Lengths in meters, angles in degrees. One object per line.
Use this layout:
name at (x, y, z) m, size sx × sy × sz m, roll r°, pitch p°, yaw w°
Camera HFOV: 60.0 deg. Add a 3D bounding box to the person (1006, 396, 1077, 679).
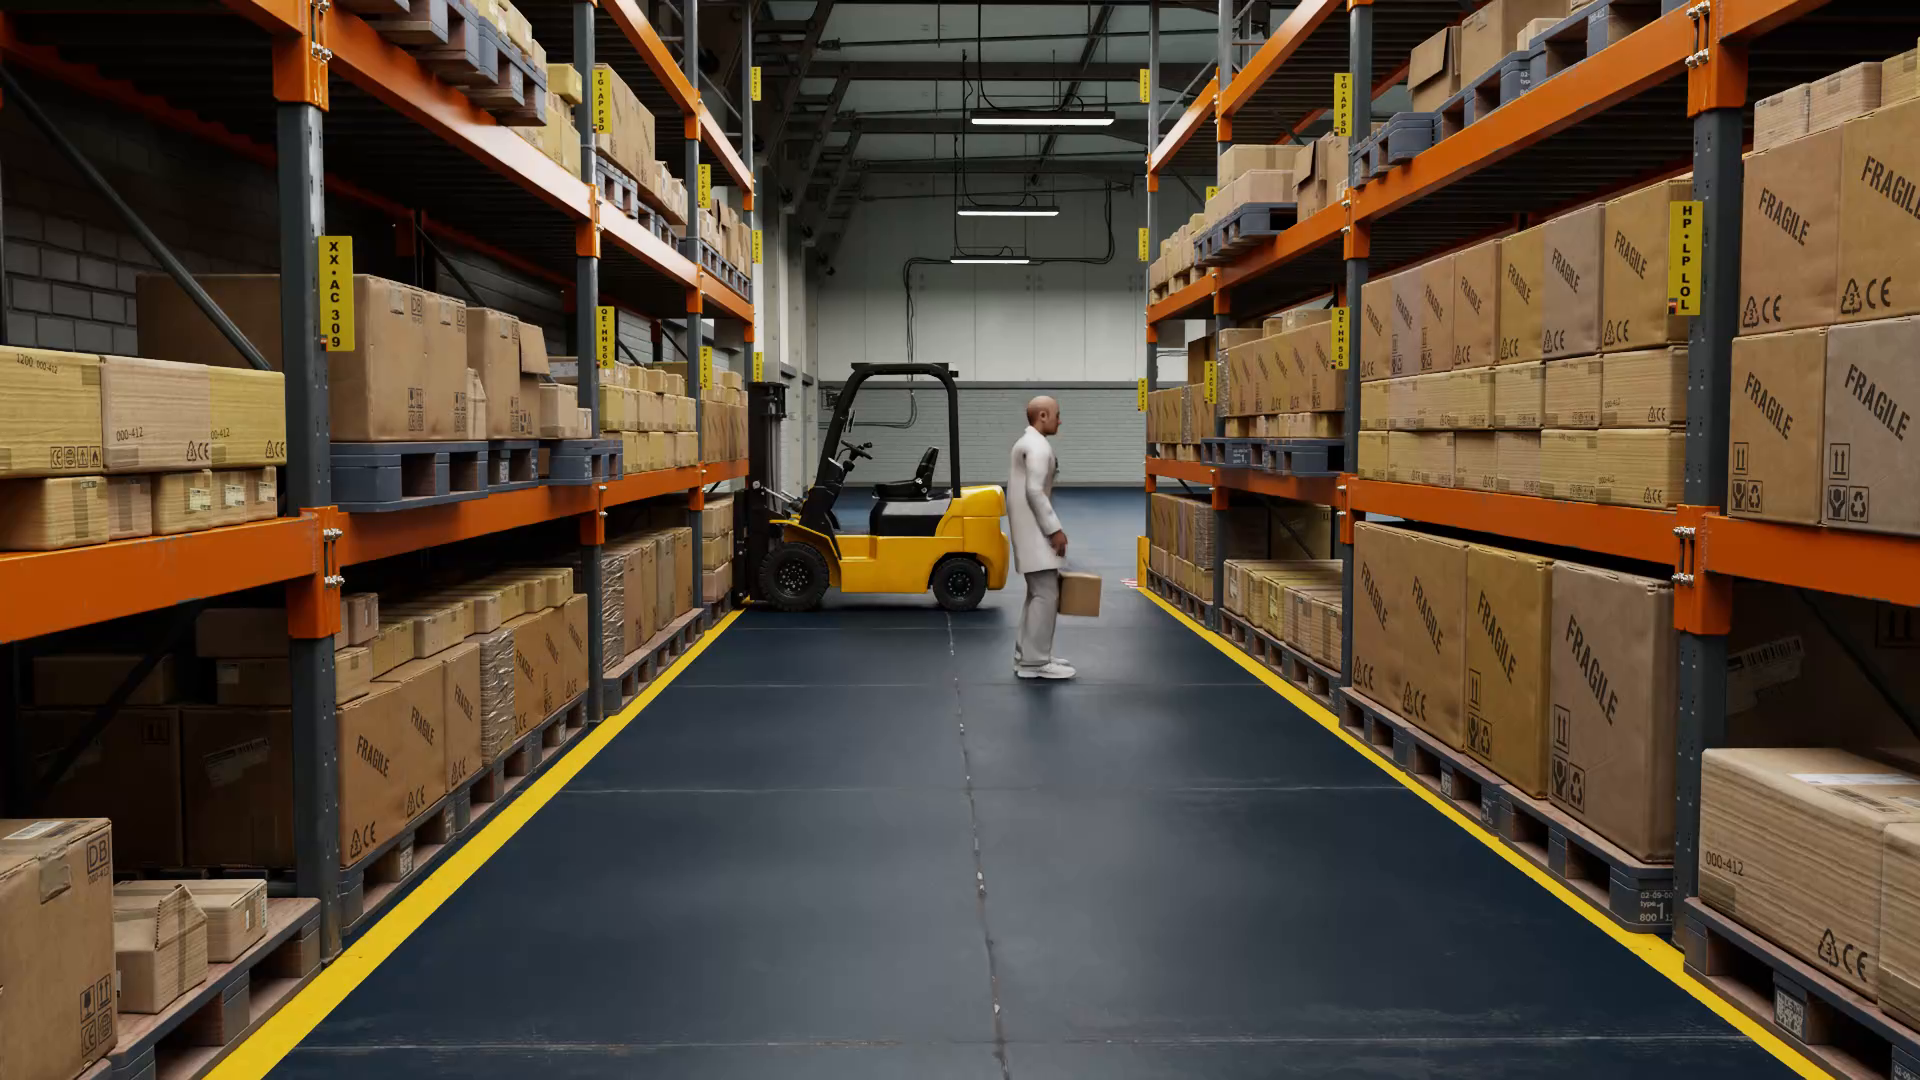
person at (0.510, -0.028, 10.603) m, size 0.421 × 1.777 × 0.591 m, roll 0°, pitch 4°, yaw -3°
